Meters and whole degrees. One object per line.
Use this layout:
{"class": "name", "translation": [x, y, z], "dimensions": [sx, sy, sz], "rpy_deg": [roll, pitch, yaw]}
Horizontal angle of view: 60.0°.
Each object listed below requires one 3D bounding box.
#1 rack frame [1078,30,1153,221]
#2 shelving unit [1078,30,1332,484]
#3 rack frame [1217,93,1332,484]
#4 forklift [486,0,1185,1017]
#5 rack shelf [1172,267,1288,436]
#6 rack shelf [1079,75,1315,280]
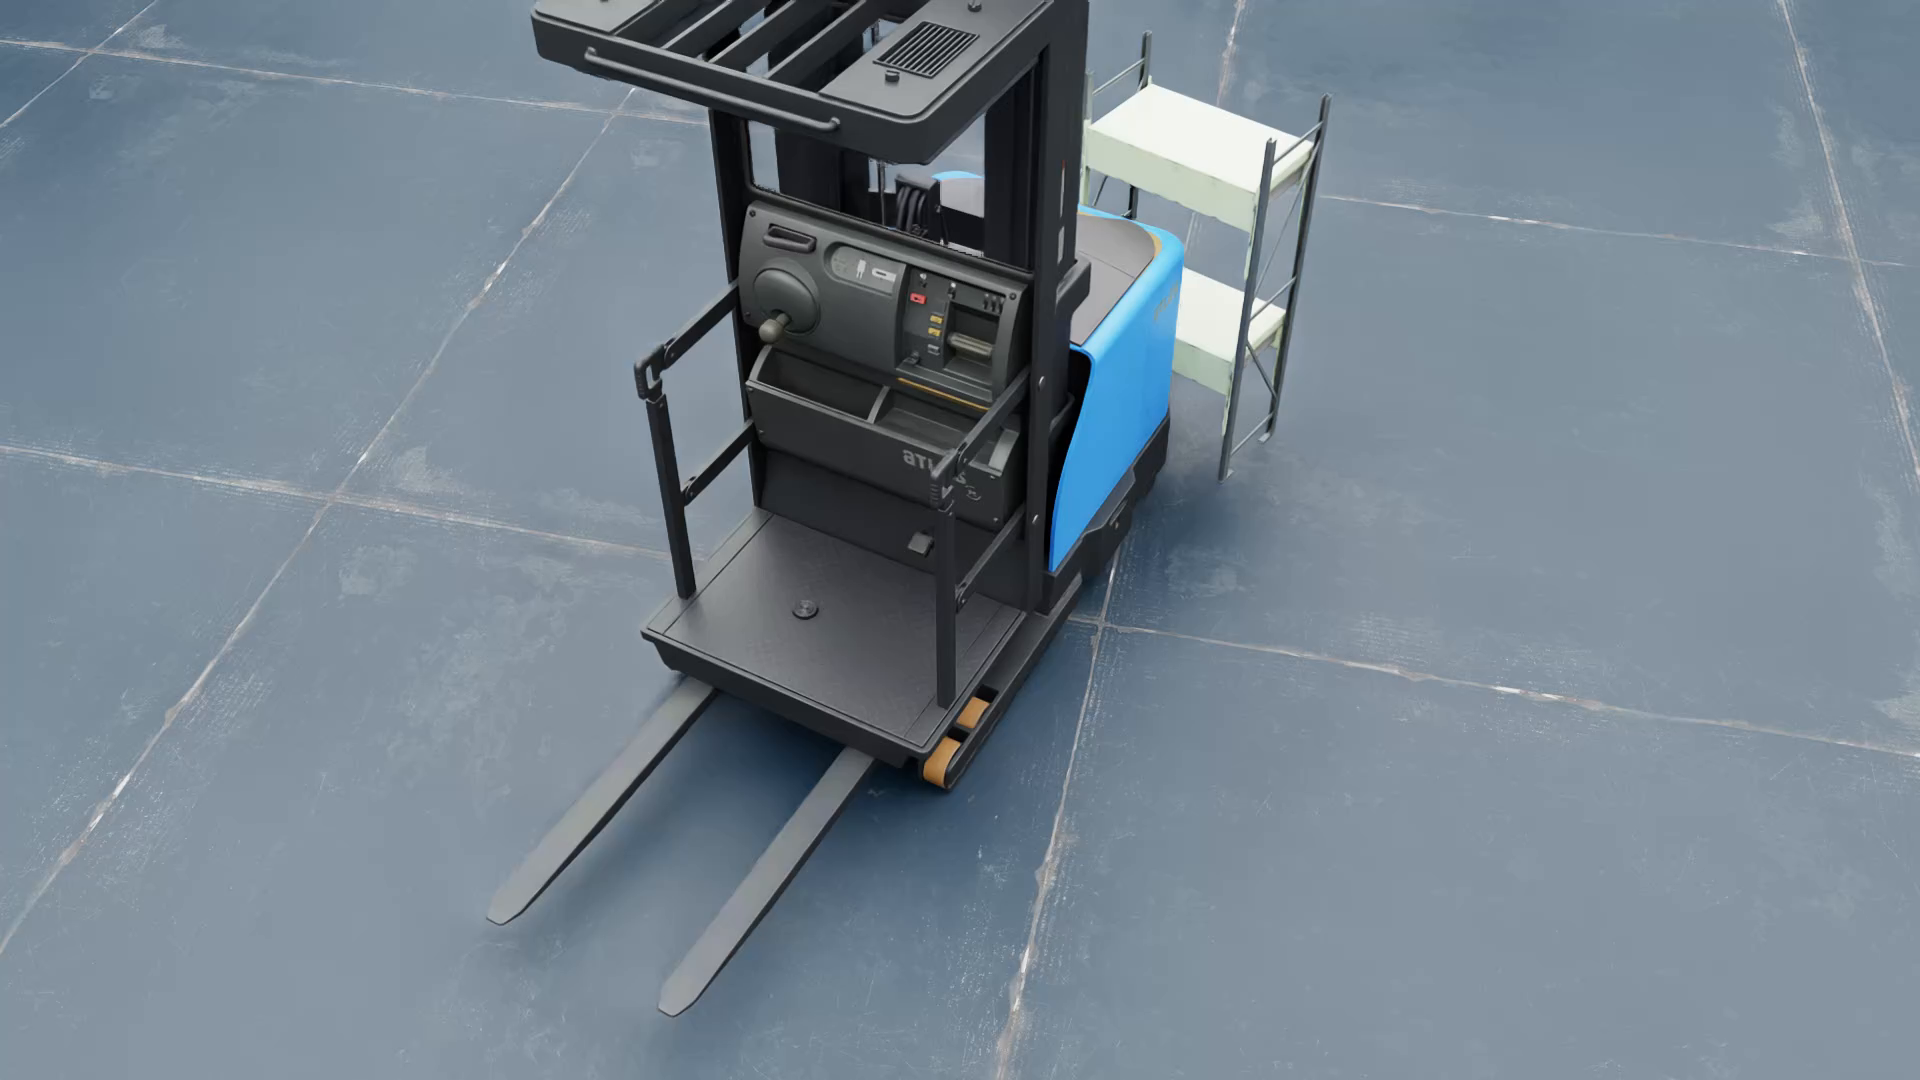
{"class": "rack frame", "translation": [0.562, -1.186, 6.401], "dimensions": [0.023, 1.500, 0.400], "rpy_deg": [29, 51, 27]}
{"class": "shelving unit", "translation": [0.848, -1.028, 6.237], "dimensions": [0.755, 1.500, 0.431], "rpy_deg": [29, 51, 27]}
{"class": "rack frame", "translation": [1.135, -0.871, 6.073], "dimensions": [0.023, 1.500, 0.400], "rpy_deg": [29, 51, 27]}
{"class": "forklift", "translation": [-0.349, -0.615, 4.776], "dimensions": [1.130, 2.935, 3.031], "rpy_deg": [21, 48, 20]}
{"class": "rack shelf", "translation": [0.848, -0.793, 6.463], "dimensions": [0.720, 0.370, 0.431], "rpy_deg": [29, 51, 27]}
{"class": "rack shelf", "translation": [0.848, -1.309, 5.966], "dimensions": [0.720, 0.370, 0.431], "rpy_deg": [29, 51, 27]}
